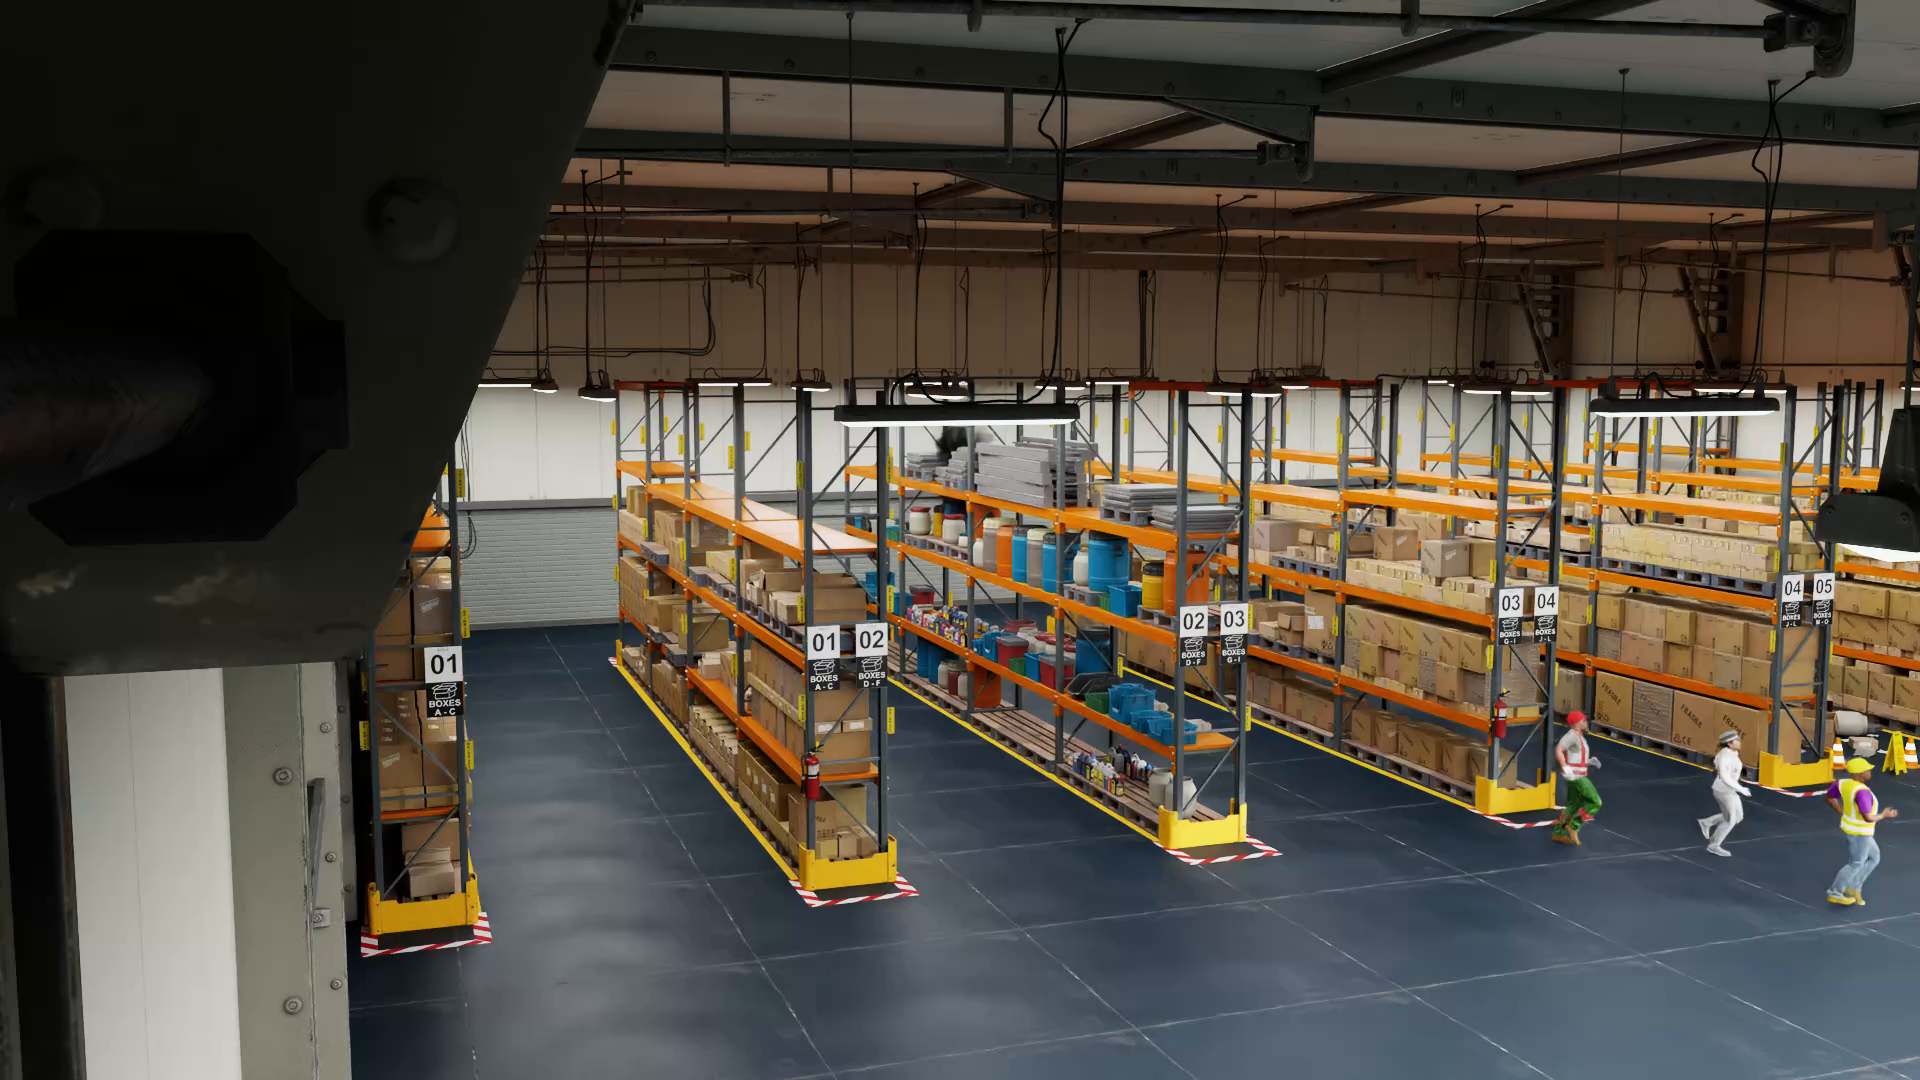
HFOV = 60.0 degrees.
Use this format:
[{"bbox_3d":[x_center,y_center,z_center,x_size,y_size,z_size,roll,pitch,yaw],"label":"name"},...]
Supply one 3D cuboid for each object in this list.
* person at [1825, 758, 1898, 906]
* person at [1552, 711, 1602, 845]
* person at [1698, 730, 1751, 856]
[{"bbox_3d":[10.481,3.418,19.352,0.683,1.795,0.677,1,6,11],"label":"person"},{"bbox_3d":[8.170,3.127,21.996,0.604,1.731,0.685,2,6,18],"label":"person"},{"bbox_3d":[9.907,3.248,21.496,0.594,1.662,0.637,3,7,27],"label":"person"}]
